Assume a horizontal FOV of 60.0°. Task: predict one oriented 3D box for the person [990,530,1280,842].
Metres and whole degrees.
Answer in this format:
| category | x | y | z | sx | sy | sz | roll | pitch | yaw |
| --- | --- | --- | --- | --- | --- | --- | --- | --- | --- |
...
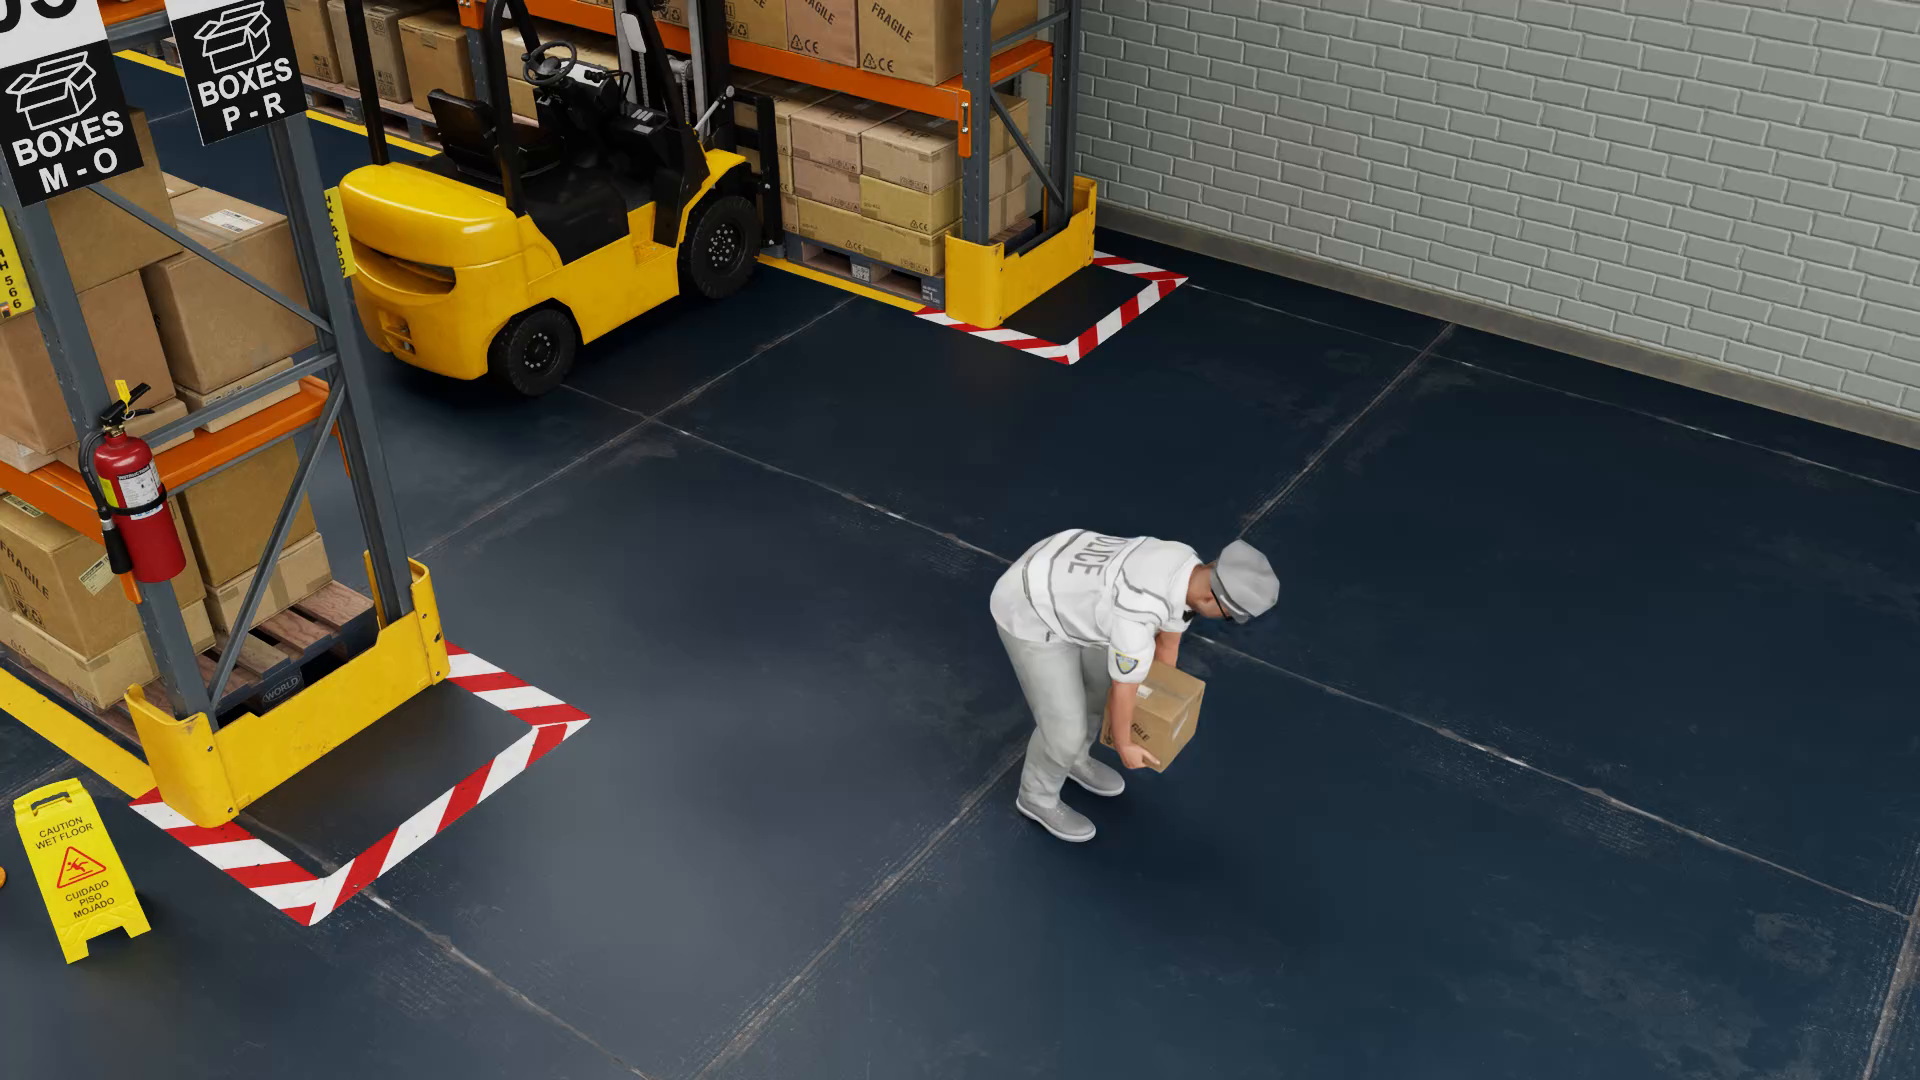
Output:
| category | x | y | z | sx | sy | sz | roll | pitch | yaw |
| --- | --- | --- | --- | --- | --- | --- | --- | --- | --- |
| person | 0.580 | 0.488 | 5.786 | 0.995 | 1.350 | 0.471 | 20 | 39 | 27 |
